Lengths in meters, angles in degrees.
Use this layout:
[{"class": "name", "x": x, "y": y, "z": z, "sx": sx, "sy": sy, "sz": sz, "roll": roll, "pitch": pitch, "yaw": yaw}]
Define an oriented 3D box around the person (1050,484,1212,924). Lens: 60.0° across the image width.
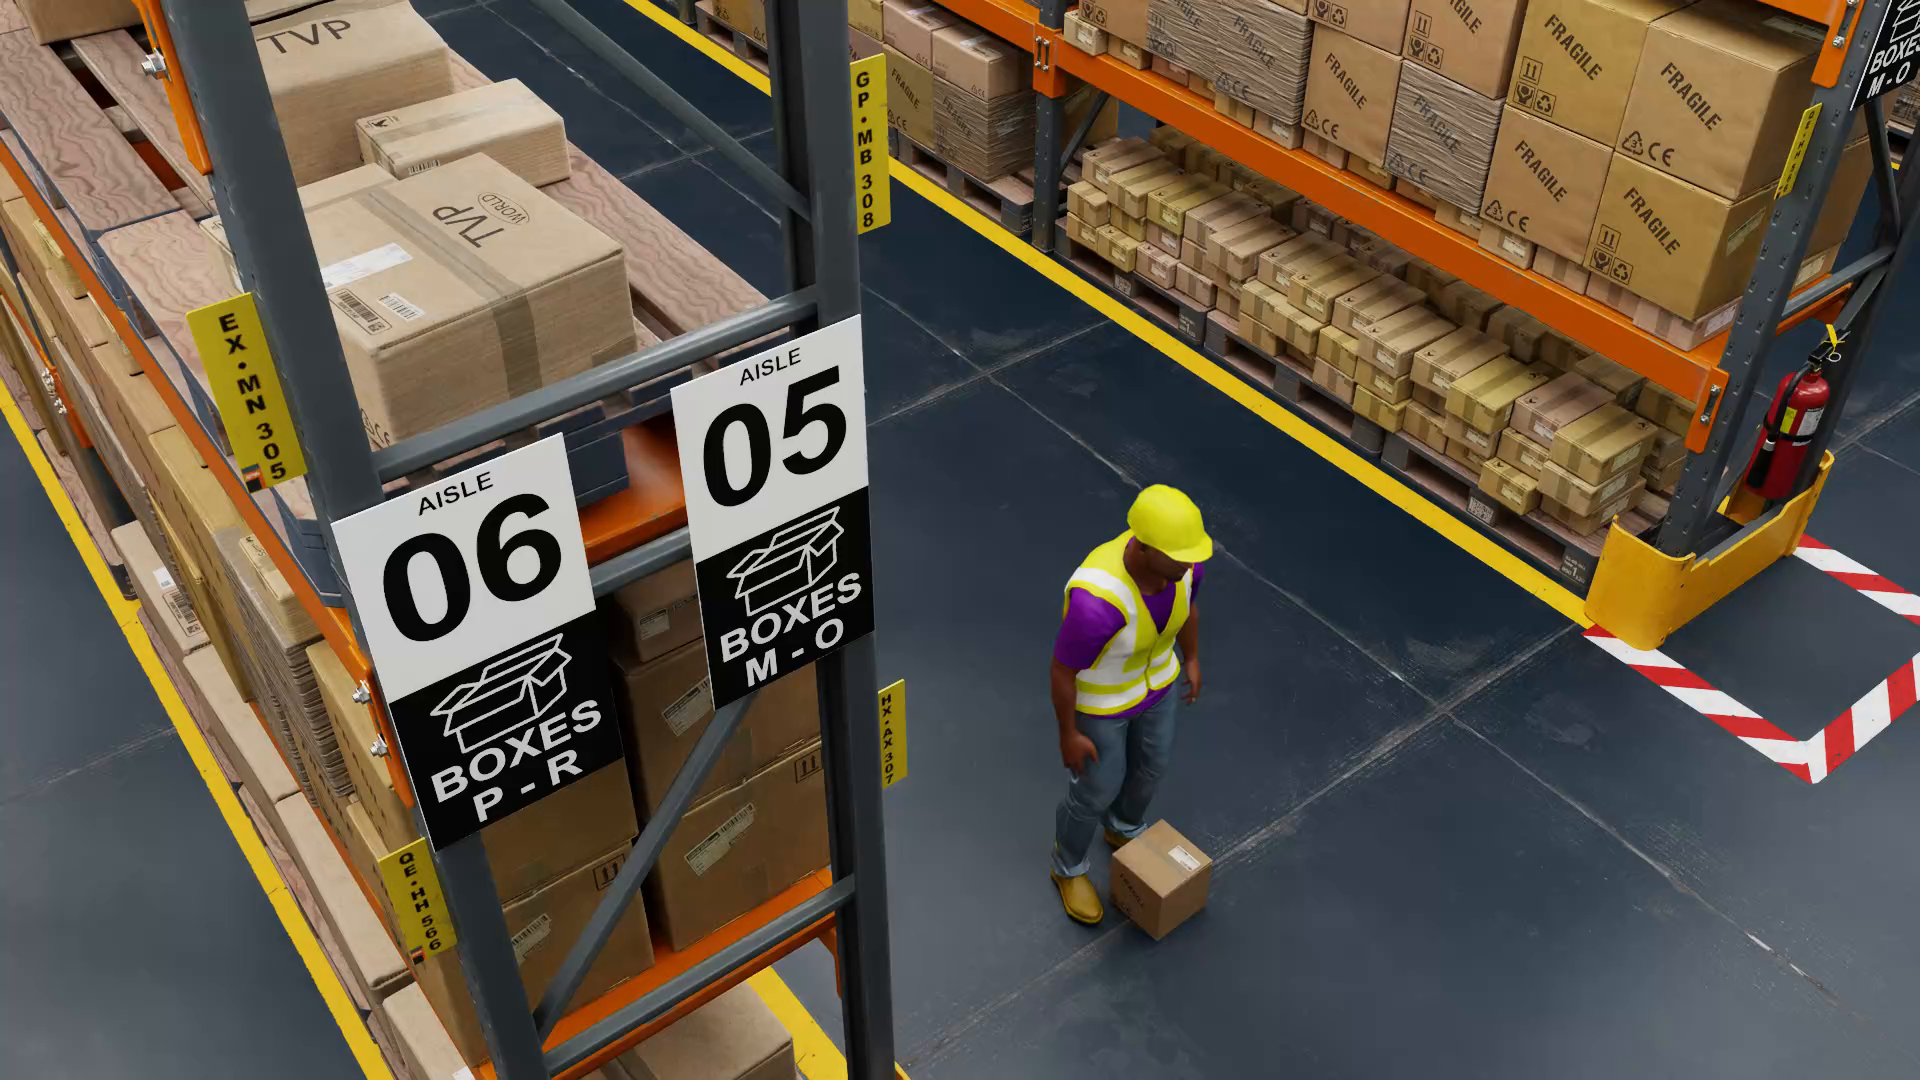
[{"class": "person", "x": 0.565, "y": 0.514, "z": 5.530, "sx": 0.637, "sy": 1.761, "sz": 0.460, "roll": -28, "pitch": 47, "yaw": -29}]
